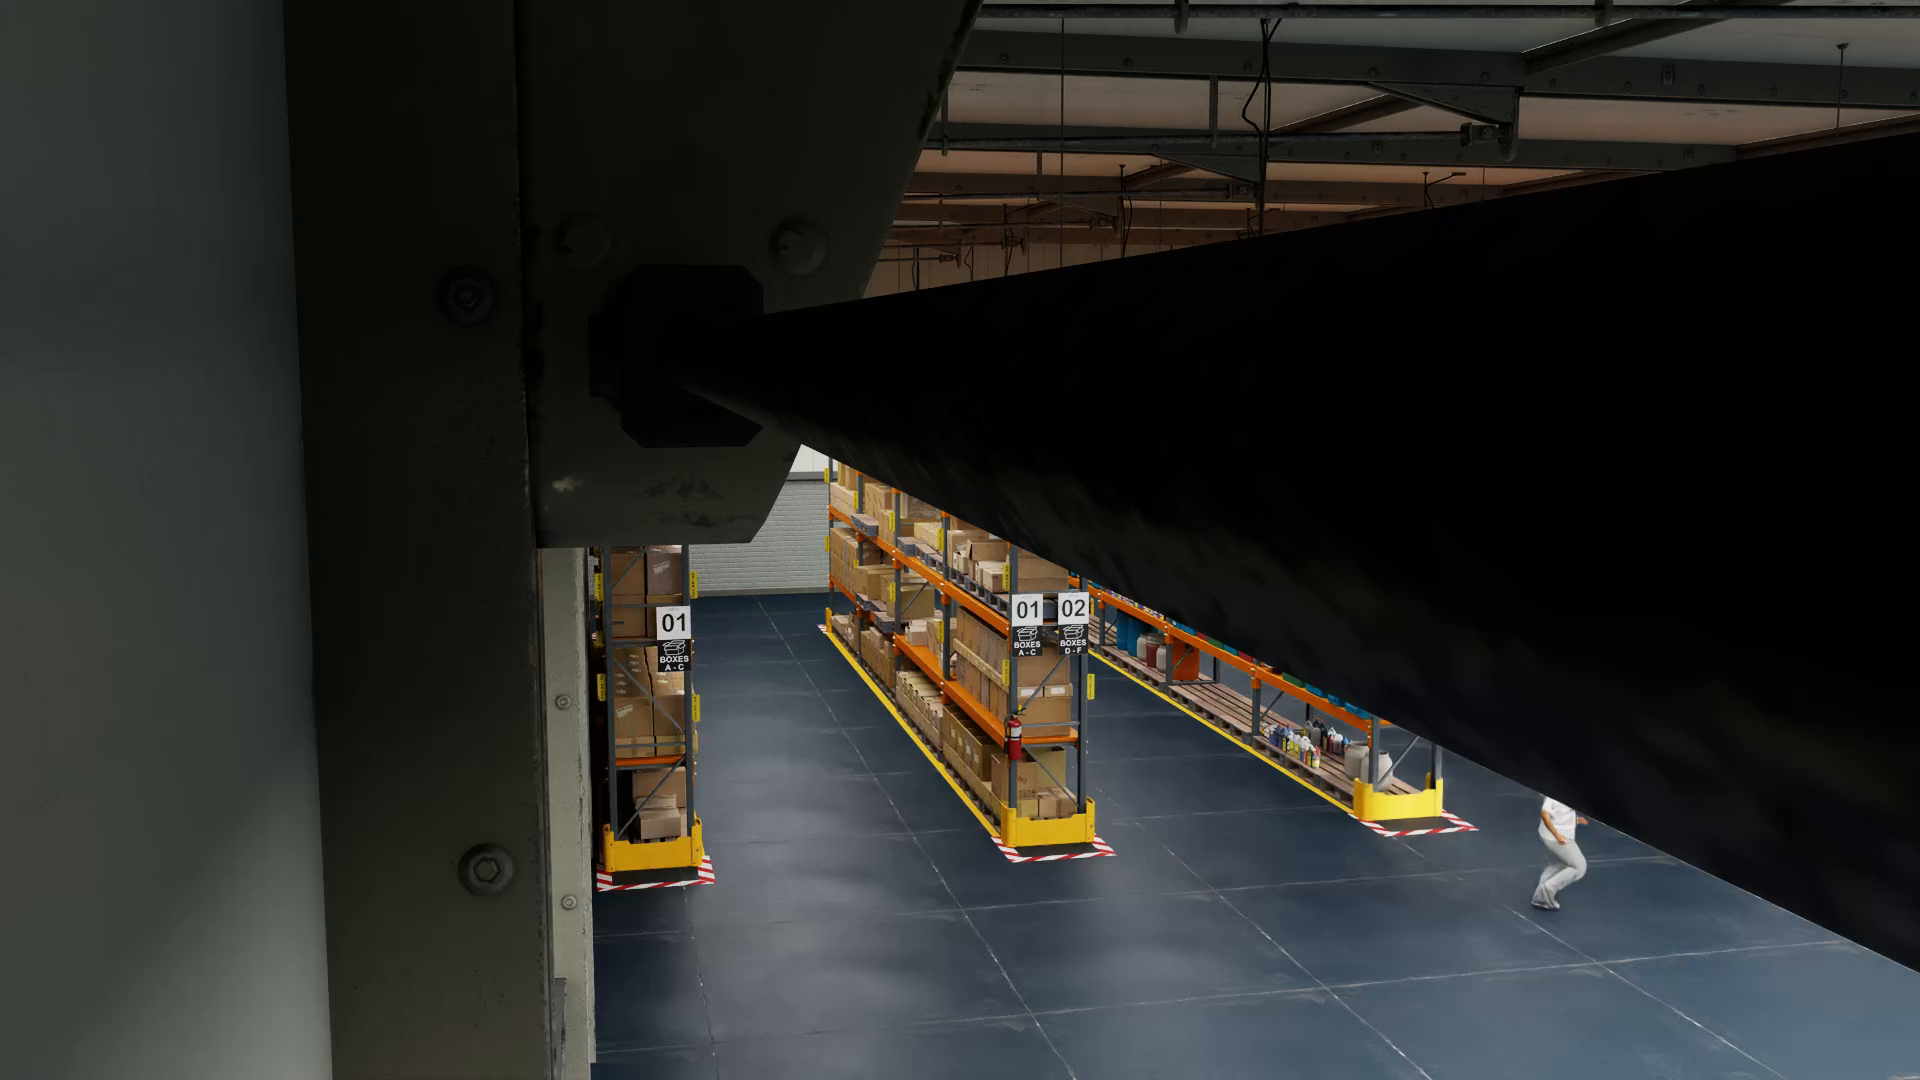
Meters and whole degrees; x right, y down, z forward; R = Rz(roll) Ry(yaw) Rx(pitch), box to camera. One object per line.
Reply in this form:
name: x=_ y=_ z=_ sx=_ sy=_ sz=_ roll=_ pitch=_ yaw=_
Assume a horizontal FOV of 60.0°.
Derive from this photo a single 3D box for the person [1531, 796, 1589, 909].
person: x=6.711 y=3.324 z=18.532 sx=0.567 sy=1.626 sz=0.593 roll=1 pitch=7 yaw=8
